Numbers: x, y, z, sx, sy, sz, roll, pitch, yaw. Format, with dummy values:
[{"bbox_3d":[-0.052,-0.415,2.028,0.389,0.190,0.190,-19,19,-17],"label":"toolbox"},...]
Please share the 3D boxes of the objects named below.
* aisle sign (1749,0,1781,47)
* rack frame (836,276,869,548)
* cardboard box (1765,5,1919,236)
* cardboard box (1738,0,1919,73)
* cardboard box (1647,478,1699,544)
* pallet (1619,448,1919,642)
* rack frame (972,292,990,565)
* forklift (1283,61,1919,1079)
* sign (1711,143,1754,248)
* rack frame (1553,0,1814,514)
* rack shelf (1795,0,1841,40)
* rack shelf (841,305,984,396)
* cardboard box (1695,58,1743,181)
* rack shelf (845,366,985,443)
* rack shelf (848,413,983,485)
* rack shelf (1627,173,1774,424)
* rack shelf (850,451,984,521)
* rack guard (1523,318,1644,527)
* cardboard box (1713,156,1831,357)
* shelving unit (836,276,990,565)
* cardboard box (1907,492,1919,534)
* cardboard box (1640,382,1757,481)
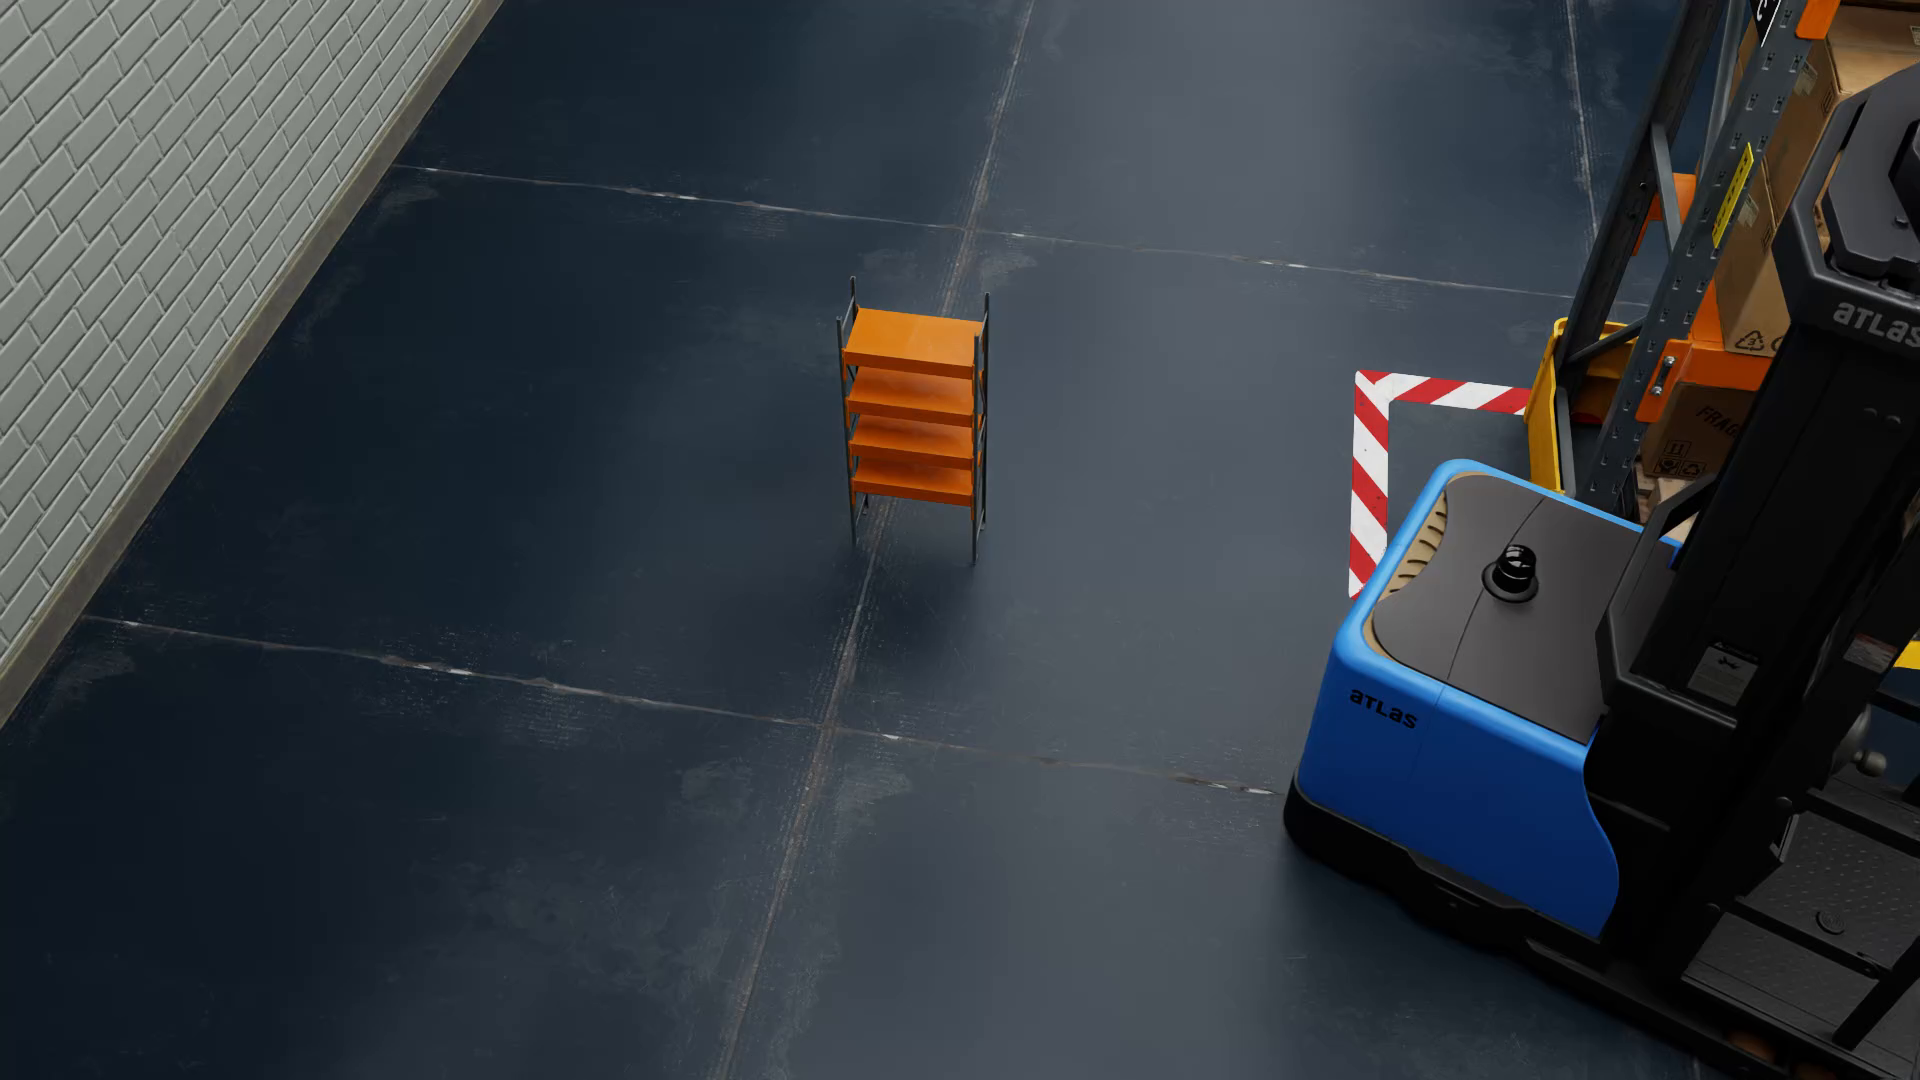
[{"bbox_3d":[2.327,-1.818,4.591,0.004,0.787,0.394,8,49,7],"label":"aisle sign"},{"bbox_3d":[-0.403,-0.455,6.324,0.015,1.200,0.240,8,49,7],"label":"rack frame"},{"bbox_3d":[2.837,-1.271,5.108,0.500,0.500,0.500,9,49,8],"label":"cardboard box"},{"bbox_3d":[2.934,-1.665,5.462,0.500,0.500,0.500,7,48,6],"label":"cardboard box"},{"bbox_3d":[2.798,-0.043,6.364,0.250,0.149,0.380,8,49,7],"label":"cardboard box"},{"bbox_3d":[3.306,-0.108,6.678,1.213,0.211,1.003,8,49,7],"label":"pallet"},{"bbox_3d":[0.077,-0.391,6.266,0.015,1.200,0.240,8,49,7],"label":"rack frame"},{"bbox_3d":[2.641,0.328,4.457,3.031,2.935,1.130,25,53,21],"label":"forklift"},{"bbox_3d":[2.351,-1.047,5.065,0.005,0.325,0.100,8,49,7],"label":"sign"},{"bbox_3d":[2.447,-1.155,5.743,0.127,3.000,1.000,8,49,7],"label":"rack frame"},{"bbox_3d":[4.415,-1.653,4.658,4.000,0.370,1.077,8,49,7],"label":"rack shelf"},{"bbox_3d":[-0.163,-0.686,6.003,0.480,0.148,0.258,8,49,7],"label":"rack shelf"},{"bbox_3d":[2.936,-1.329,5.832,0.500,0.500,0.500,9,49,8],"label":"cardboard box"},{"bbox_3d":[-0.163,-0.527,6.179,0.480,0.148,0.258,8,49,7],"label":"rack shelf"},{"bbox_3d":[-0.163,-0.378,6.345,0.480,0.148,0.258,8,49,7],"label":"rack shelf"},{"bbox_3d":[4.415,-0.650,5.773,4.000,0.370,1.077,8,49,7],"label":"rack shelf"},{"bbox_3d":[-0.163,-0.245,6.493,0.480,0.148,0.258,8,49,7],"label":"rack shelf"},{"bbox_3d":[2.522,-0.310,6.664,0.348,0.500,1.175,8,49,7],"label":"rack guard"},{"bbox_3d":[2.837,-0.937,5.480,0.500,0.500,0.500,9,49,8],"label":"cardboard box"},{"bbox_3d":[-0.163,-0.423,6.295,0.503,1.200,0.258,8,49,7],"label":"shelving unit"},{"bbox_3d":[3.424,-0.038,6.292,0.500,0.250,0.500,8,49,7],"label":"cardboard box"},{"bbox_3d":[3.026,-0.575,6.607,0.500,0.500,0.500,8,49,7],"label":"cardboard box"}]
